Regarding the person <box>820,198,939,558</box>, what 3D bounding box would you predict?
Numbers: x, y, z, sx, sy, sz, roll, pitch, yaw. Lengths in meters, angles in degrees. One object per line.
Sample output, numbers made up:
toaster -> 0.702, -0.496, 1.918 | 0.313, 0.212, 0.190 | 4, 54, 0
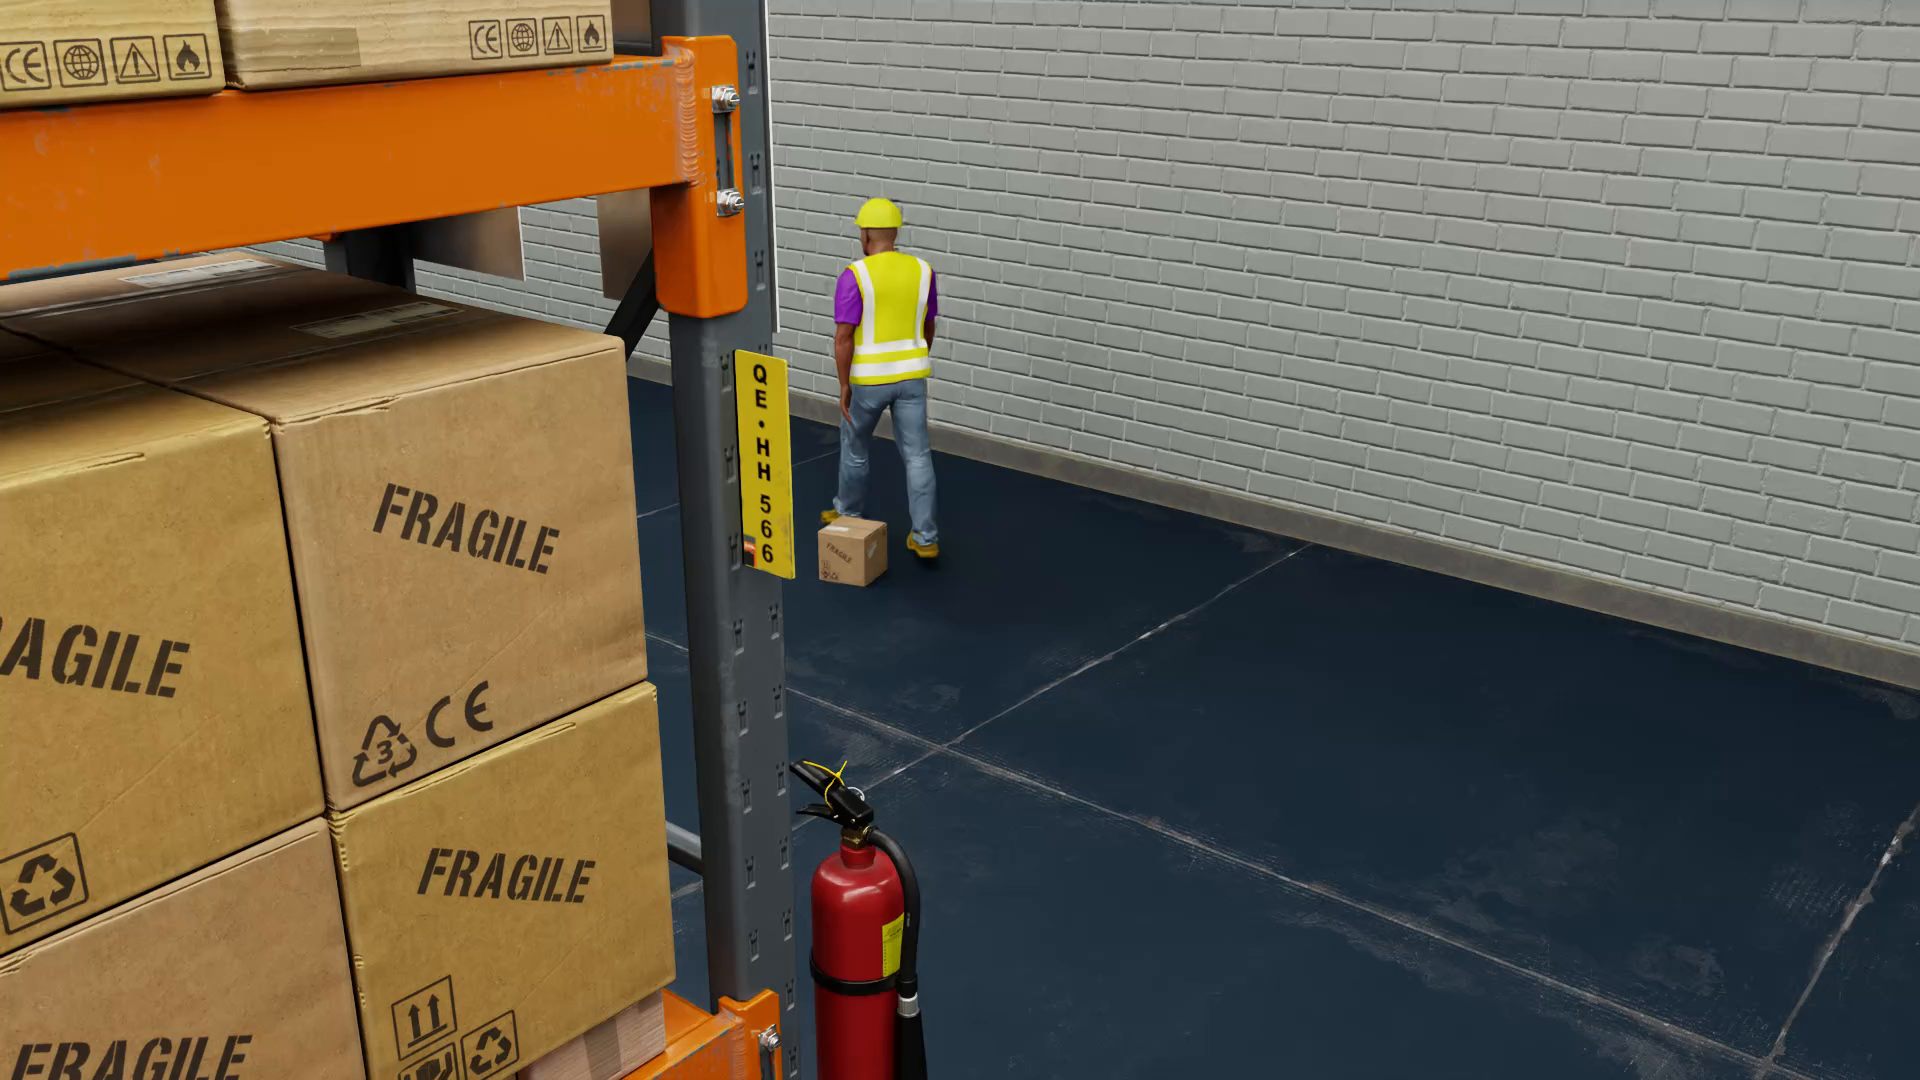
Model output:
person -> -0.379, -0.815, 8.269 | 0.595, 1.738, 0.966 | -9, 22, -22
